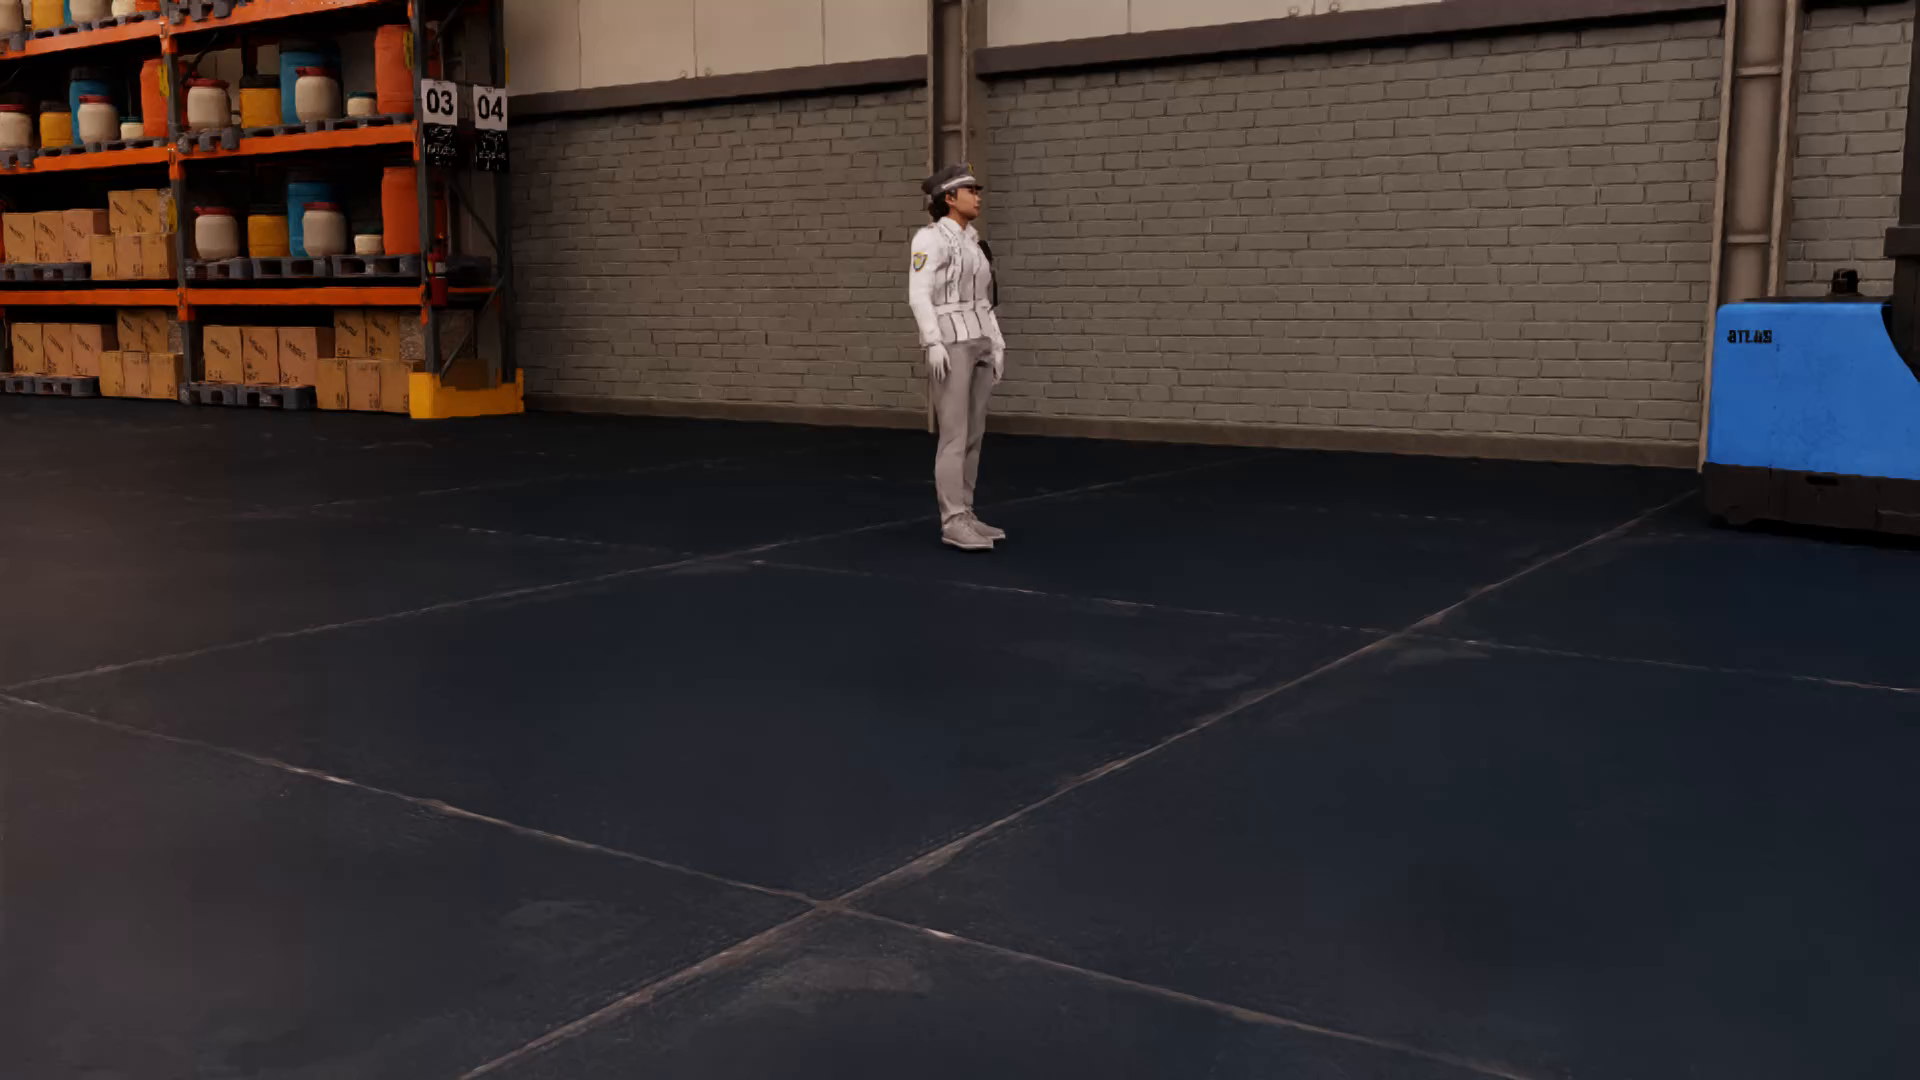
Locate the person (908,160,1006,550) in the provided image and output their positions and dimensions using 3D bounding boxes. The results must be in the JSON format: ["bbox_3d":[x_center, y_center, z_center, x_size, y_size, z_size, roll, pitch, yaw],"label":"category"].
[{"bbox_3d":[0.052,-0.840,7.440,0.532,1.695,0.586,5,10,34],"label":"person"}]

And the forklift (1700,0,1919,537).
[{"bbox_3d":[4.859,-1.389,6.960,1.130,2.935,3.031,-6,10,-36],"label":"forklift"}]
